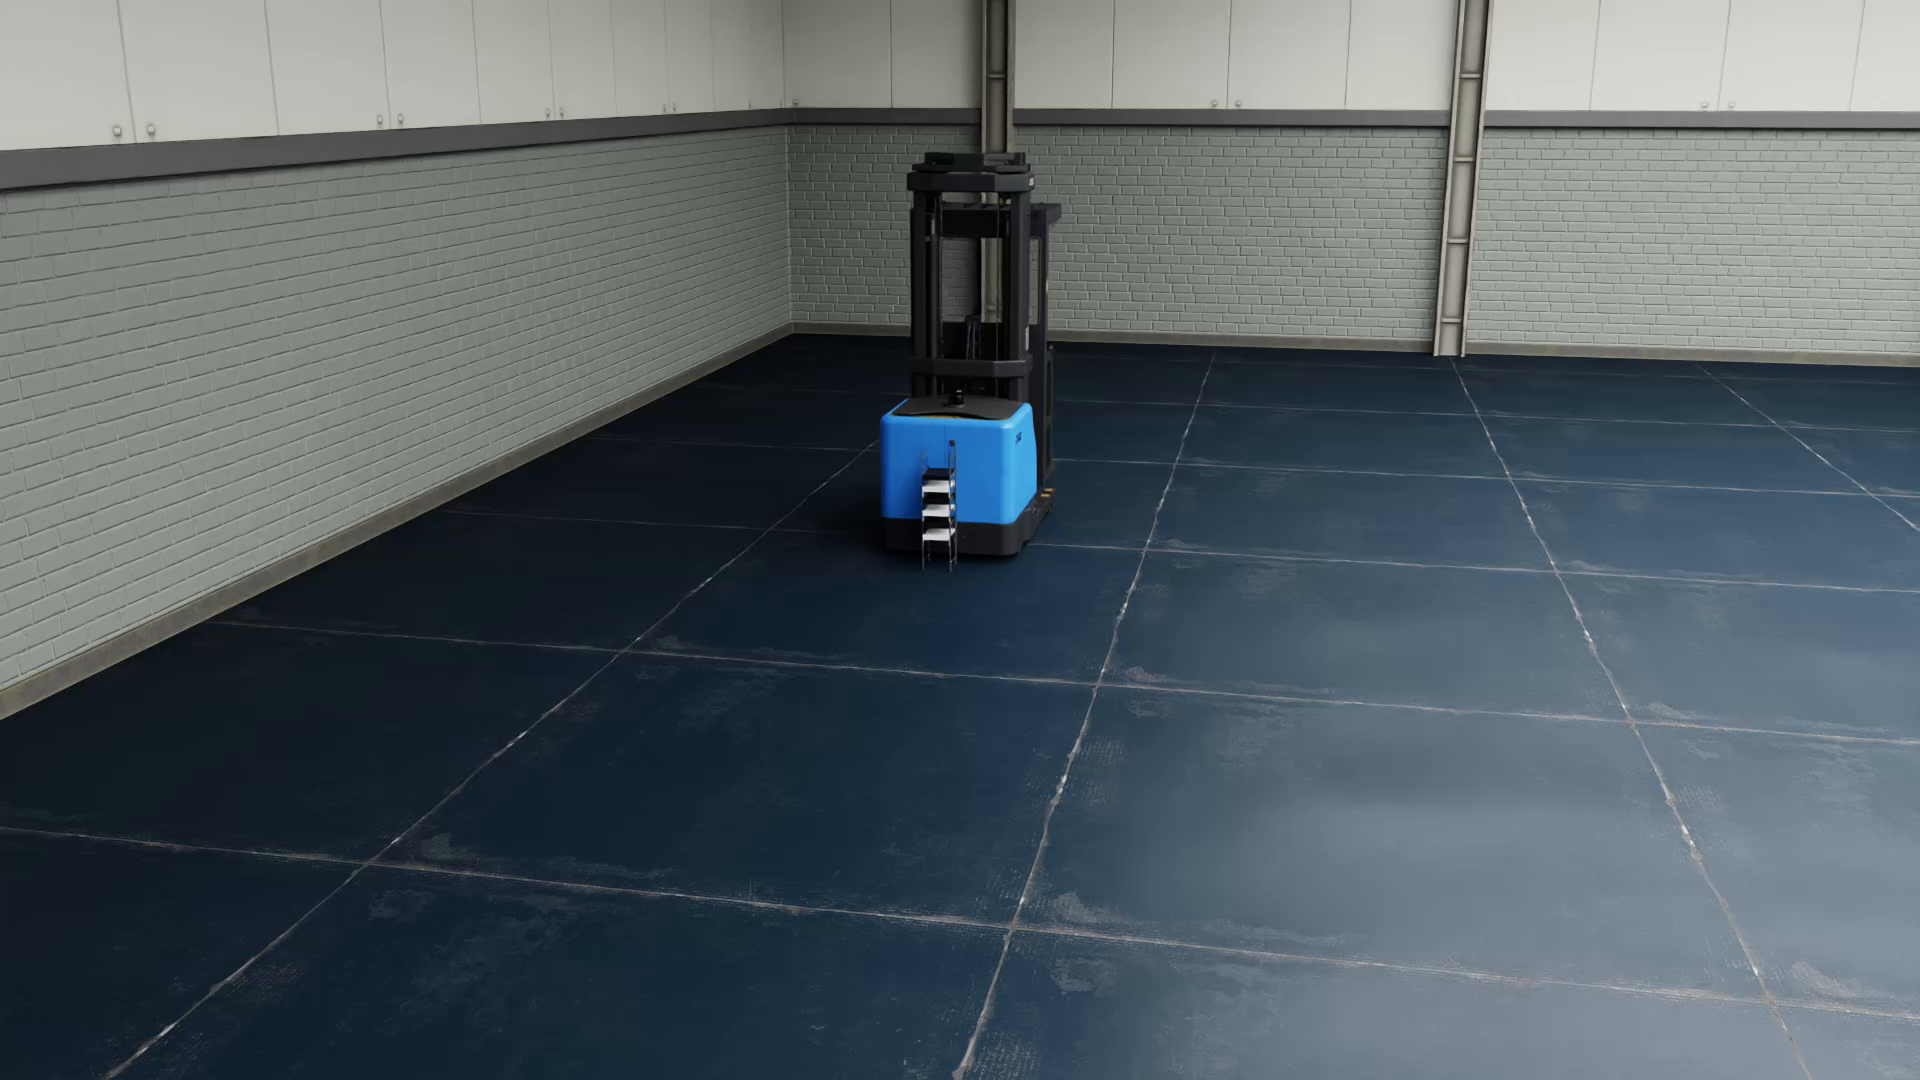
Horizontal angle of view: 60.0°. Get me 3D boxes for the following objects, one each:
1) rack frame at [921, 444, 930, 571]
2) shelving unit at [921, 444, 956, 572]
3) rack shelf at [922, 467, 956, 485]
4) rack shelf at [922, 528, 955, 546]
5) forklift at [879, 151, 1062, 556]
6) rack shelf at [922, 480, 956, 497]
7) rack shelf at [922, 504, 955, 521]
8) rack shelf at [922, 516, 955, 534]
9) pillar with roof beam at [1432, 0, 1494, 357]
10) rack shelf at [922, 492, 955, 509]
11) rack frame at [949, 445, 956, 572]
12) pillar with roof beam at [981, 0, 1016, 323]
[{"bbox_3d":[-0.252,-0.240,12.171,0.006,0.900,0.240,3,16,10],"label":"rack frame"},{"bbox_3d":[-0.152,-0.234,12.152,0.210,0.900,0.258,3,16,10],"label":"shelving unit"},{"bbox_3d":[-0.152,-0.462,12.089,0.200,0.077,0.258,3,16,10],"label":"rack shelf"},{"bbox_3d":[-0.152,-0.029,12.209,0.200,0.077,0.258,3,16,10],"label":"rack shelf"},{"bbox_3d":[0.203,-1.646,13.443,1.130,2.935,3.031,3,16,12],"label":"forklift"},{"bbox_3d":[-0.152,-0.376,12.113,0.200,0.077,0.258,3,16,10],"label":"rack shelf"},{"bbox_3d":[-0.152,-0.202,12.161,0.200,0.077,0.258,3,16,10],"label":"rack shelf"},{"bbox_3d":[-0.152,-0.116,12.185,0.200,0.077,0.258,3,16,10],"label":"rack shelf"},{"bbox_3d":[5.530,-5.639,16.492,0.400,9.000,9.100,3,16,11],"label":"pillar with roof beam"},{"bbox_3d":[-0.152,-0.289,12.137,0.200,0.077,0.258,3,16,10],"label":"rack shelf"},{"bbox_3d":[-0.052,-0.229,12.134,0.006,0.900,0.240,3,16,10],"label":"rack frame"},{"bbox_3d":[-0.350,-5.958,17.644,0.400,9.000,9.100,3,16,11],"label":"pillar with roof beam"}]
